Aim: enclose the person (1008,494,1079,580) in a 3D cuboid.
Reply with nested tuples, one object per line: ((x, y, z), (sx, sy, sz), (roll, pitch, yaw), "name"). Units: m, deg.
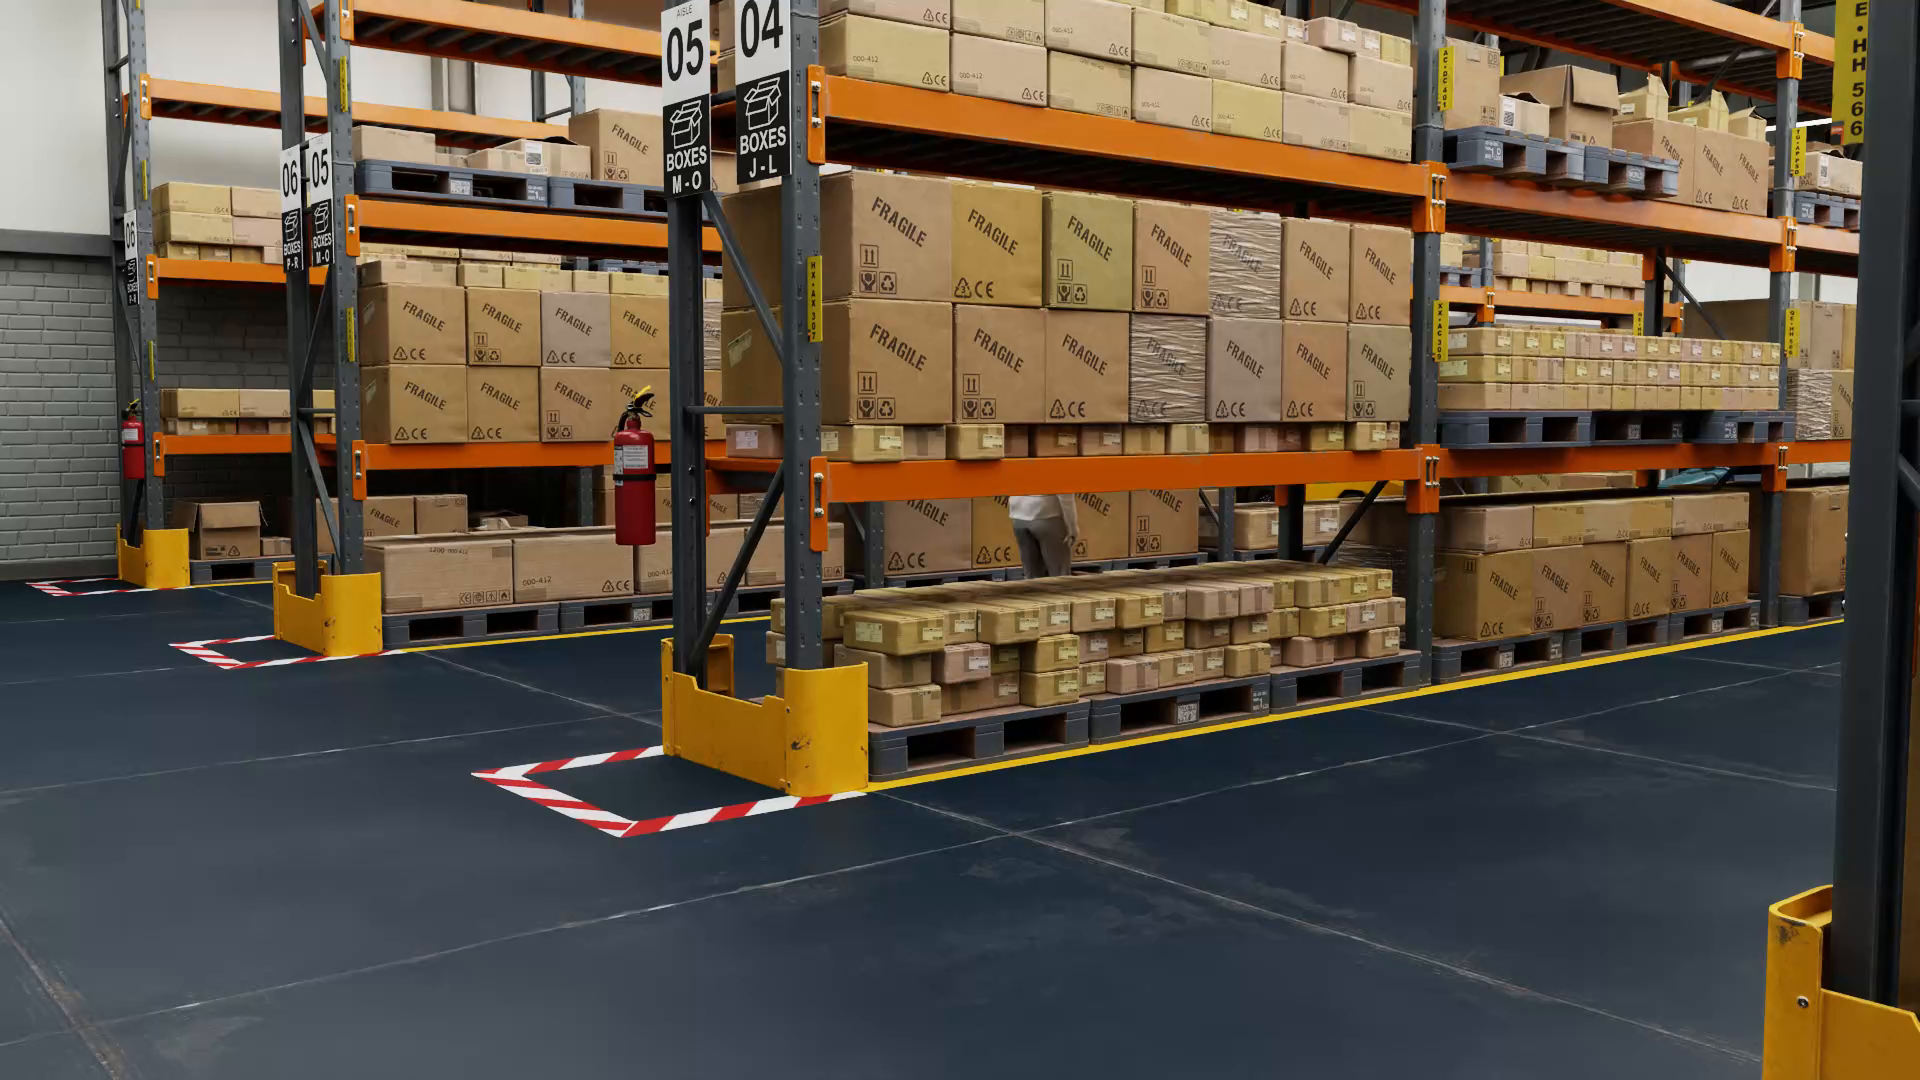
((0.503, -0.103, 10.073), (0.373, 1.662, 0.524), (-4, 6, -41), "person")
